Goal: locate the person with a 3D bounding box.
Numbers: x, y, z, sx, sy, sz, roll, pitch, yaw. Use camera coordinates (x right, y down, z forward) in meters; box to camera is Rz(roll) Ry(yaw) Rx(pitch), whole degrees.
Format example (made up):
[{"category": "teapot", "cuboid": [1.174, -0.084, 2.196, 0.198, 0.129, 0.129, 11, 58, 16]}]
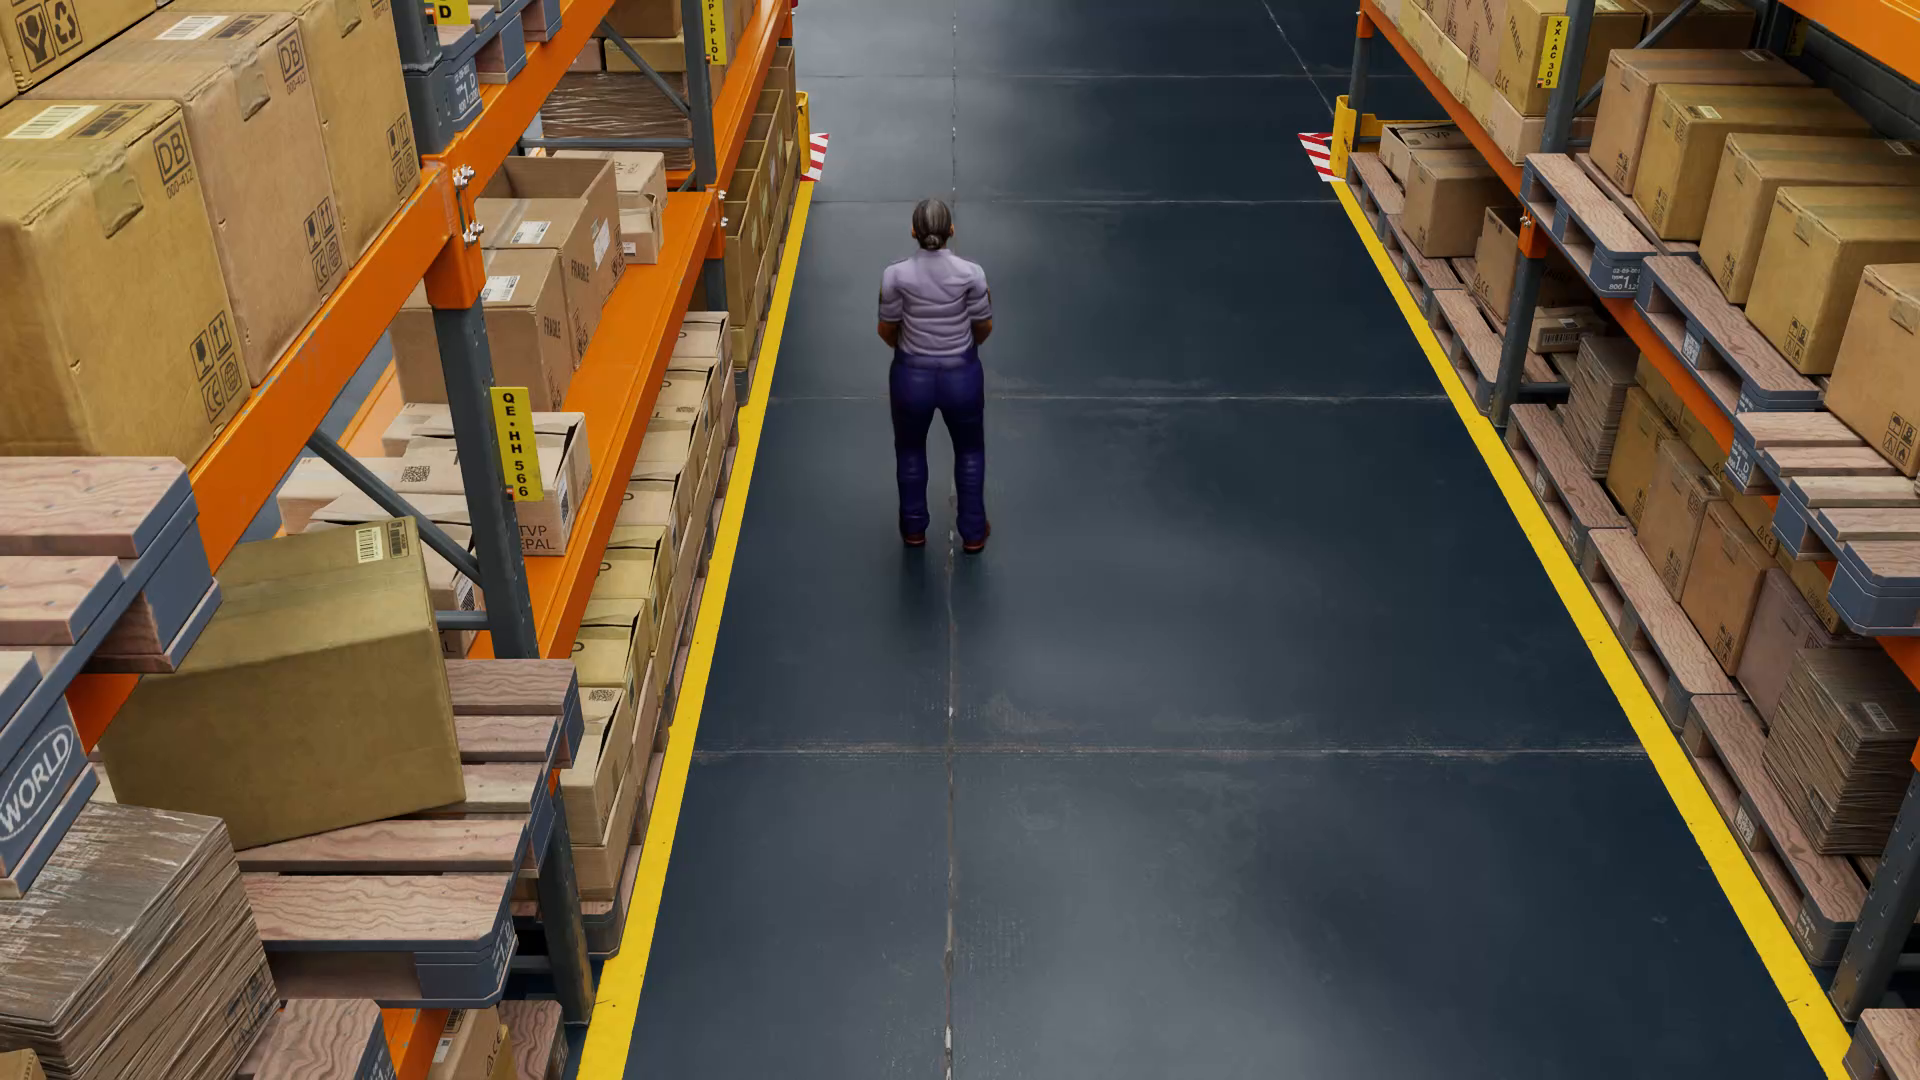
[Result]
[{"category": "person", "cuboid": [-0.105, -0.714, 7.308, 0.498, 1.640, 0.450, -1, 32, -1]}]
